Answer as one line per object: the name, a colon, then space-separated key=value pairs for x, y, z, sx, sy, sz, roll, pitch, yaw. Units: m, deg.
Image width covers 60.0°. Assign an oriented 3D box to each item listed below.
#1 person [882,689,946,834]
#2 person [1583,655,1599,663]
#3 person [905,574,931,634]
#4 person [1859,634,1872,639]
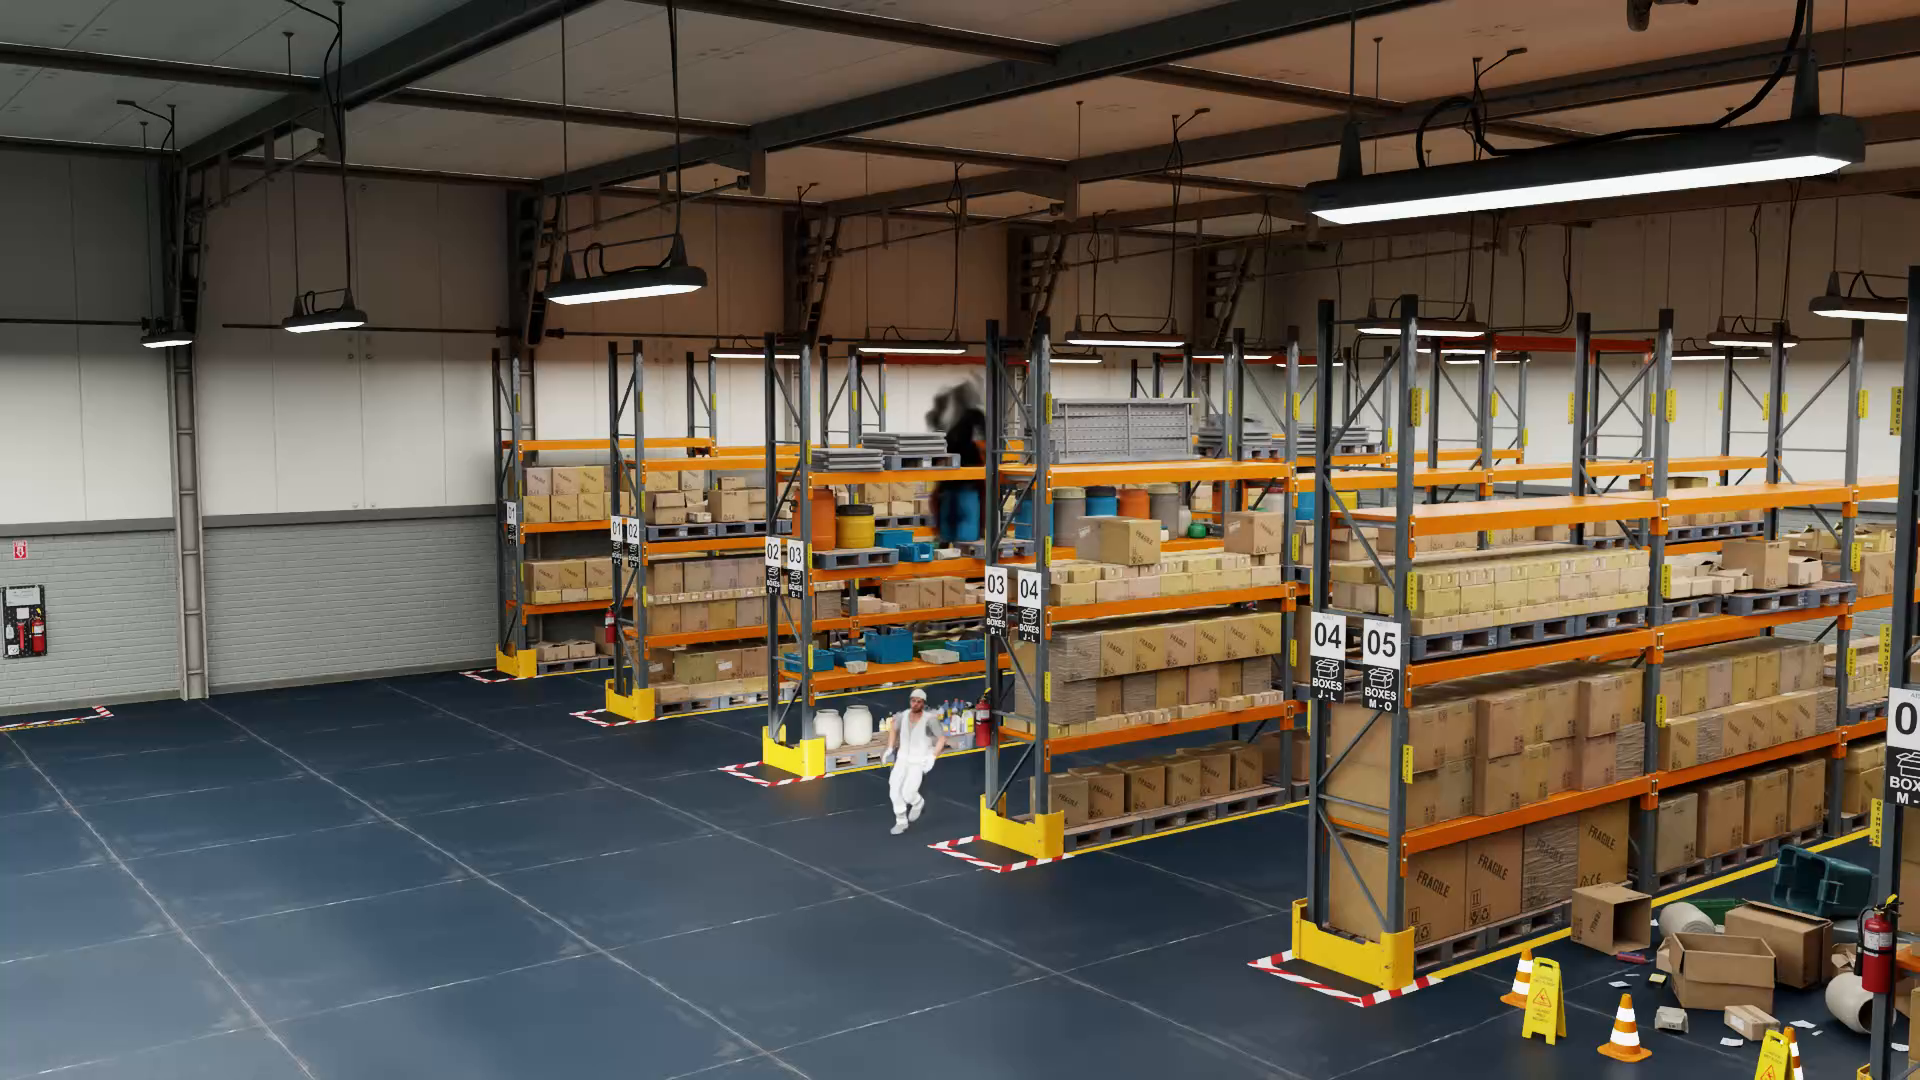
person: x=-0.545 y=2.605 z=19.552 sx=0.708 sy=1.738 sz=0.561 roll=3 pitch=6 yaw=28
person: x=8.621 y=2.321 z=22.724 sx=0.637 sy=1.656 sz=0.907 roll=5 pitch=7 yaw=43
person: x=-0.771 y=1.428 z=32.981 sx=0.764 sy=1.785 sz=0.675 roll=-3 pitch=6 yaw=-34
person: x=13.325 y=2.210 z=24.414 sx=0.936 sy=1.664 sz=0.589 roll=-3 pitch=6 yaw=-34
